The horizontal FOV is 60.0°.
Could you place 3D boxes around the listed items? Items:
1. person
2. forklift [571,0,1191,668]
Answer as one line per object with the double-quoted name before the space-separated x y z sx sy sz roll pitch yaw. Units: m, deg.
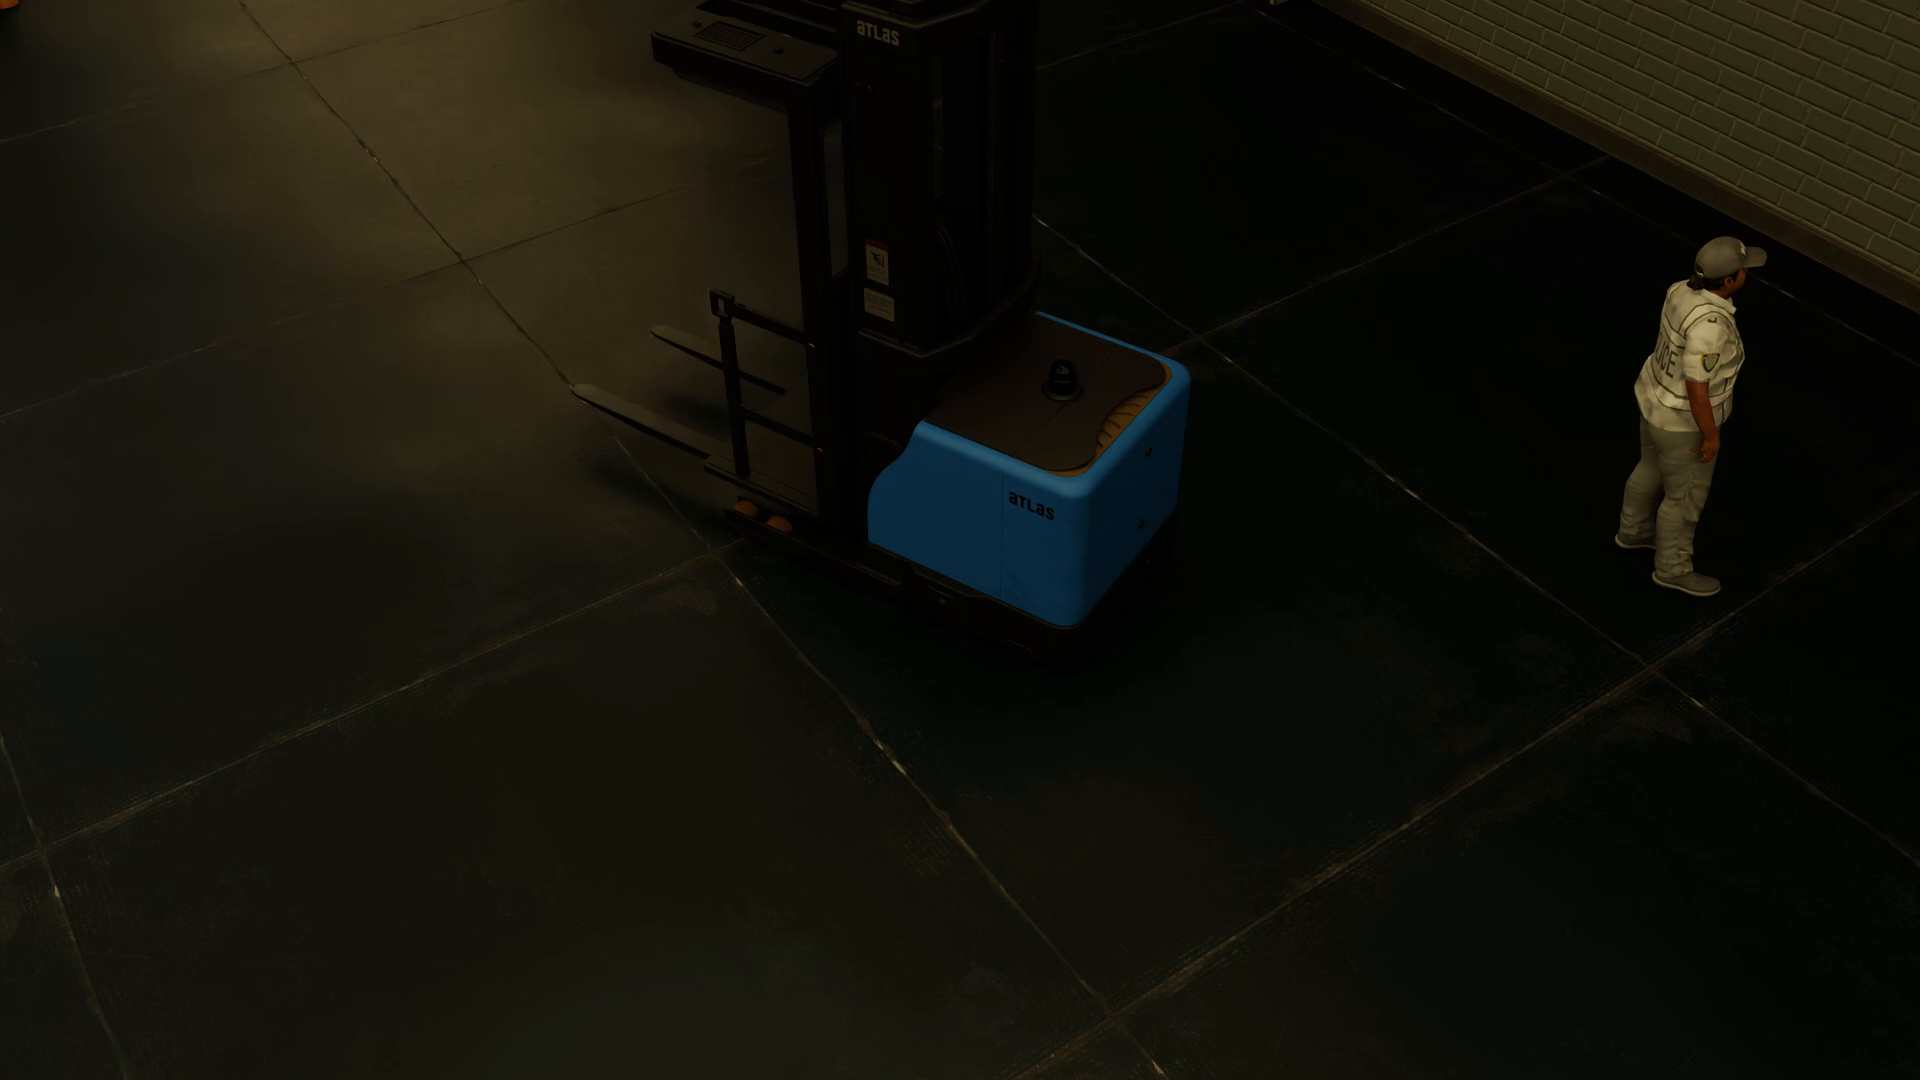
"person" 3.226 -0.556 7.242 0.530 1.669 0.598 2 43 2
"forklift" -0.511 -1.302 7.129 3.031 2.935 1.130 24 48 24
